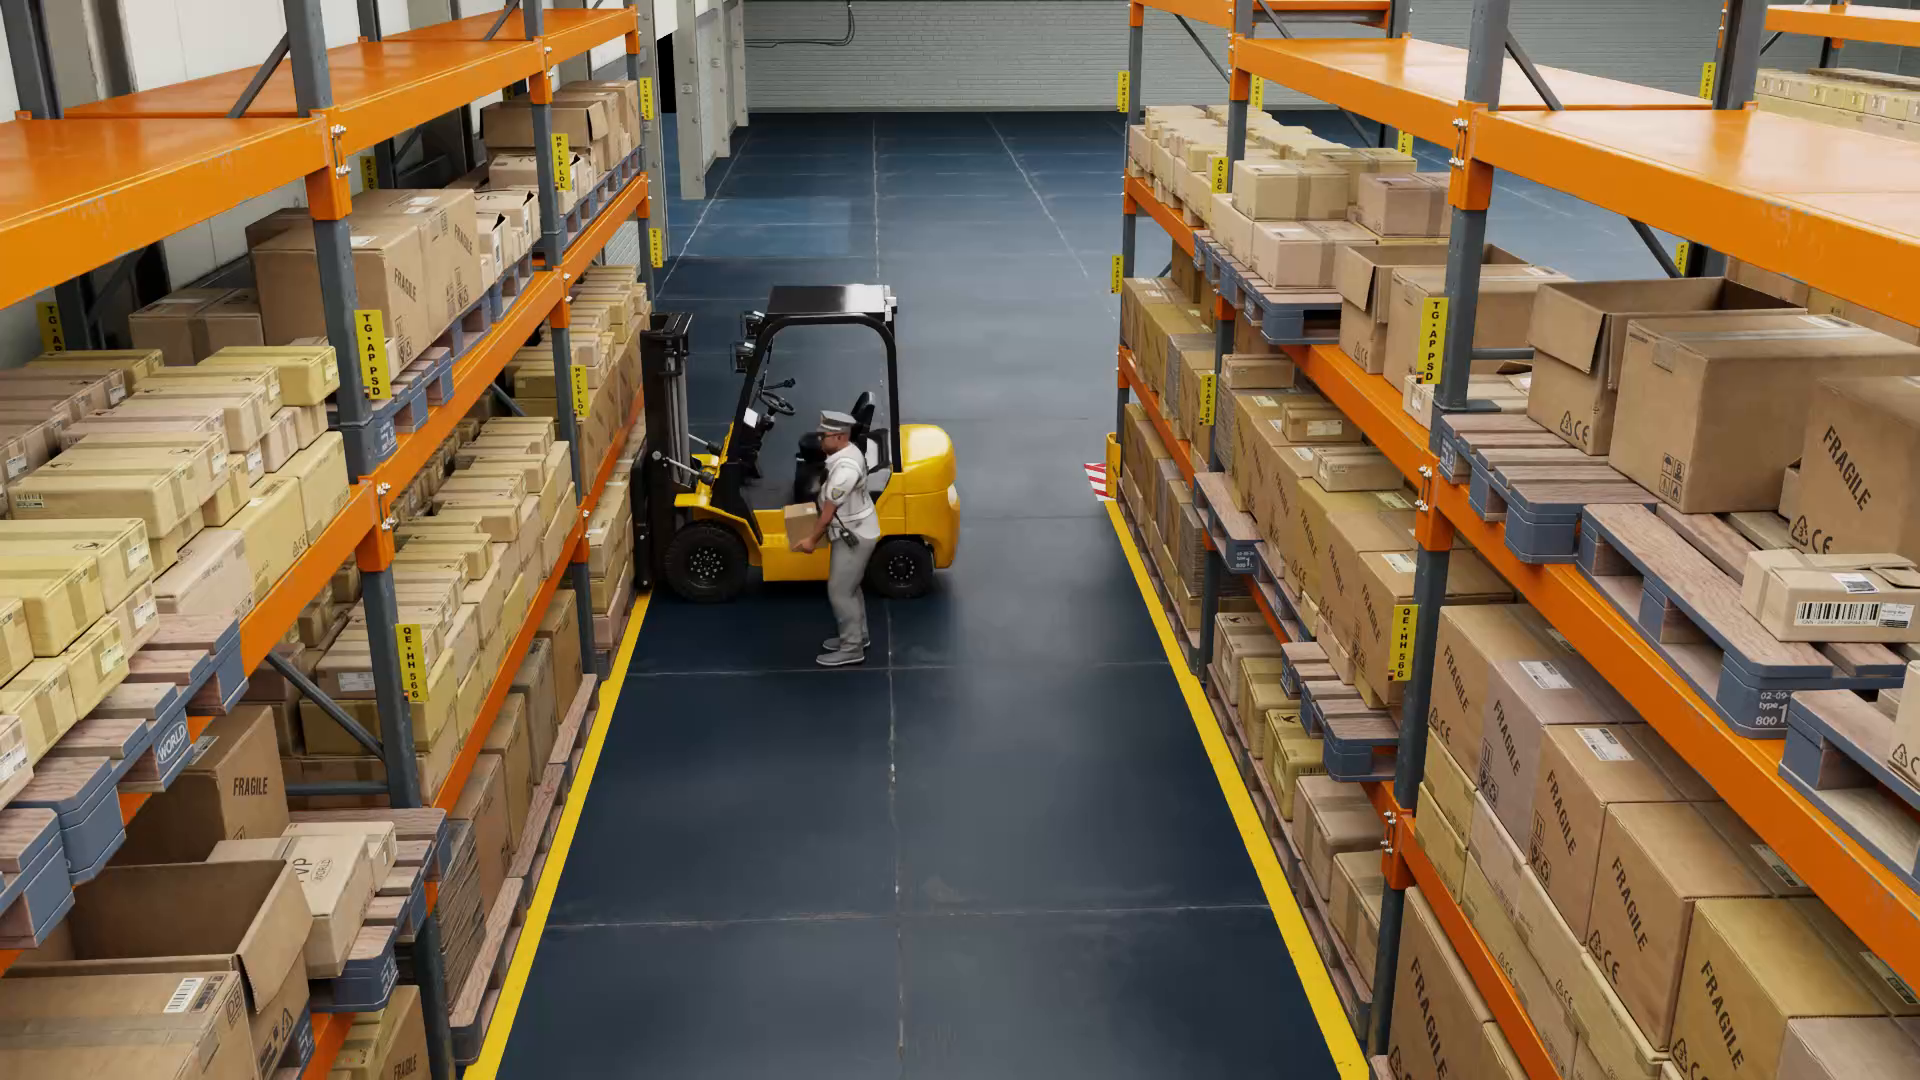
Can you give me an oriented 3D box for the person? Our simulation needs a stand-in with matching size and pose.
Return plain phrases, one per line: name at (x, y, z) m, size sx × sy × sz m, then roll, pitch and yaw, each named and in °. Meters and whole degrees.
person at (-0.821, -0.019, 11.119) m, size 0.580 × 1.759 × 0.489 m, roll -1°, pitch 20°, yaw -4°
